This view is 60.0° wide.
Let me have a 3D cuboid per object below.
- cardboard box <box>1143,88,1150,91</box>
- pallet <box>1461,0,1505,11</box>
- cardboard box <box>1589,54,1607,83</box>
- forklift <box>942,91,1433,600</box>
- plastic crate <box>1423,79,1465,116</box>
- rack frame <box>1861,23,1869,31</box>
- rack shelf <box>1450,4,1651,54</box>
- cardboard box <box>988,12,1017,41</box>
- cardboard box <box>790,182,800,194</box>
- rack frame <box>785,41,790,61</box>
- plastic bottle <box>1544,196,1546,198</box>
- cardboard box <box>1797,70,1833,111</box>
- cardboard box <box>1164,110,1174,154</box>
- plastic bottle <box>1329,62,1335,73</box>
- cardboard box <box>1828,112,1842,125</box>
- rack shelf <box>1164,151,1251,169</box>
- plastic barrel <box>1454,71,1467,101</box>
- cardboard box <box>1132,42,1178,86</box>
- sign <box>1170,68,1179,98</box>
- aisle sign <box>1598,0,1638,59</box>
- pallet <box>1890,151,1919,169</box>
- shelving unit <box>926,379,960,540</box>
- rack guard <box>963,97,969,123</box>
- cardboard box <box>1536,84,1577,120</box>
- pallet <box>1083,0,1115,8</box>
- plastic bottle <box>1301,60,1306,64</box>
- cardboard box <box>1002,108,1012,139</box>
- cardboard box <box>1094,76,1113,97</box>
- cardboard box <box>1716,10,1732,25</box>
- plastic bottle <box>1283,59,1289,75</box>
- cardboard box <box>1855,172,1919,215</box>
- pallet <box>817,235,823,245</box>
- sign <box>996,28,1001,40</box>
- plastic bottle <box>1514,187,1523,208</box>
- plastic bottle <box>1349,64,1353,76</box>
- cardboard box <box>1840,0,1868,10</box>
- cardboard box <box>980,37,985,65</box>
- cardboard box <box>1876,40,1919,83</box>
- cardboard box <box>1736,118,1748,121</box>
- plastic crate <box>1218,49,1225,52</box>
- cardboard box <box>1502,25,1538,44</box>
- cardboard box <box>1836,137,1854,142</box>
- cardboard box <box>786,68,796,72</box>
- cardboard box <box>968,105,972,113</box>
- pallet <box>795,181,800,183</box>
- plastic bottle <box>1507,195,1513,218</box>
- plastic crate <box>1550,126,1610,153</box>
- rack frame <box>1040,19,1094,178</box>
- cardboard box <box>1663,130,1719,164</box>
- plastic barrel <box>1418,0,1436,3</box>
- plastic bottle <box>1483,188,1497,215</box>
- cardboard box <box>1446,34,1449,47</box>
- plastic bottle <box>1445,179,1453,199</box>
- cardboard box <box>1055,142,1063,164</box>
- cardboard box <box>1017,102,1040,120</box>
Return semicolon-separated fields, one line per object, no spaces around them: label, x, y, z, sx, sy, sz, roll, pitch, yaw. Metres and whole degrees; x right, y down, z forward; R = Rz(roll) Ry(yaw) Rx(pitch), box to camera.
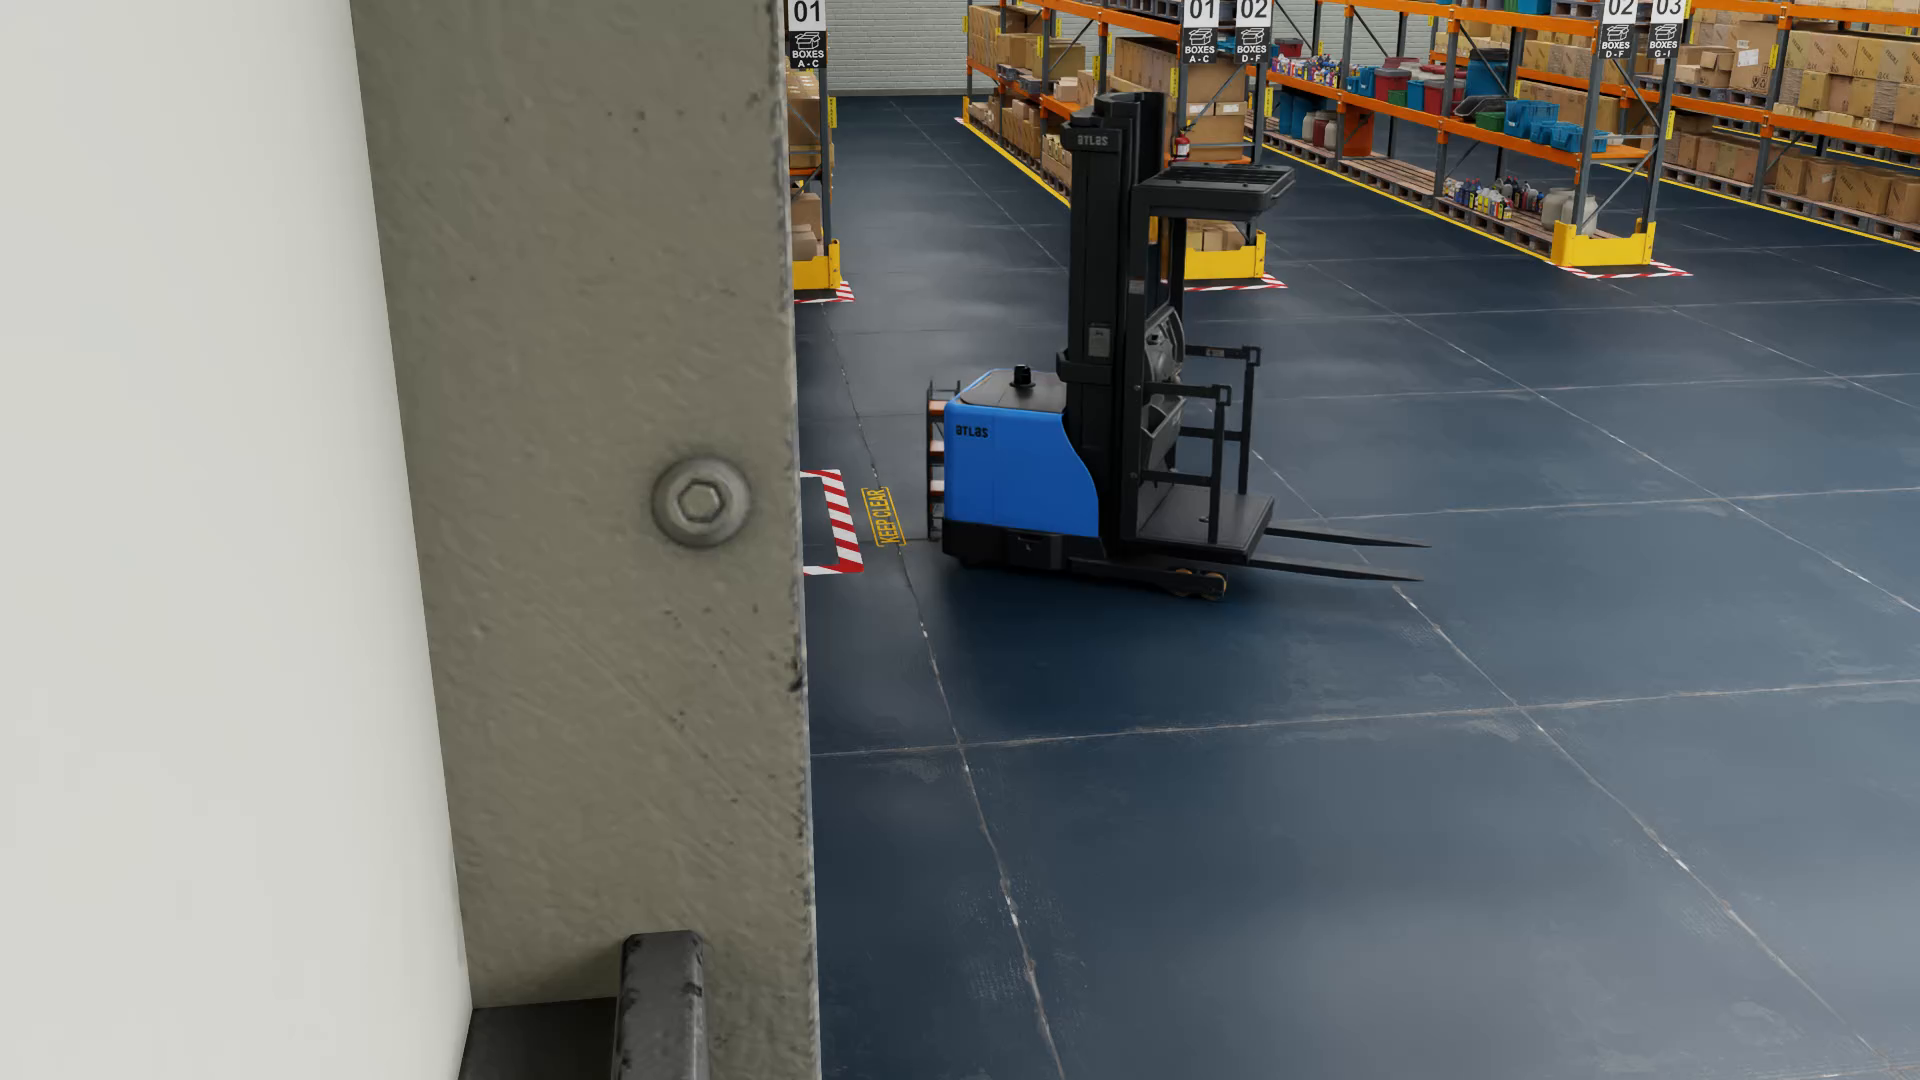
cardboard box;2.486;-5.524;20.649;0.380;0.149;0.250;-3;21;-8
pallet;7.481;-7.219;22.240;1.213;0.211;1.003;-3;21;-8
cardboard box;11.223;-8.160;28.633;0.500;0.500;0.500;-3;21;-8
forklift;1.455;-1.212;10.271;3.031;2.935;1.130;7;22;18
plastic crate;6.908;-6.329;23.783;0.402;0.464;0.583;-3;21;-8
rack frame;20.258;-11.051;36.518;1.000;3.000;0.127;-3;21;-8
rack shelf;7.569;-6.523;21.134;1.077;0.370;4.000;-3;21;-8
cardboard box;0.820;-9.523;30.854;0.500;0.500;0.500;-3;21;-9
cardboard box;-2.334;-4.325;21.453;0.500;0.500;0.500;-4;21;-12
rack frame;-3.100;-7.032;25.757;1.000;3.000;0.127;-3;21;-8
plastic bottle;7.840;-4.487;22.213;0.097;0.271;0.097;0;20;0
cardboard box;12.223;-6.249;23.093;0.875;0.500;0.500;-3;21;-8
cardboard box;2.820;-4.904;19.917;0.700;0.500;0.500;-2;21;-6
plastic bottle;6.561;-8.296;29.324;0.097;0.271;0.097;0;20;0
cardboard box;12.120;-5.758;22.704;0.380;0.149;0.250;-3;21;-8
rack shelf;2.667;-4.869;20.993;1.077;0.370;4.000;-3;21;-8
plastic barrel;7.360;-6.553;24.280;0.433;0.535;0.433;0;20;0
cardboard box;2.594;-6.051;21.134;0.700;0.500;0.500;-3;21;-8
sign;2.416;-5.144;18.709;0.100;0.325;0.005;-3;21;-8
aisle sign;7.574;-5.940;19.117;0.394;0.787;0.004;-3;21;-8
pallet;16.567;-6.414;28.087;1.003;0.211;1.213;-3;21;-8
shelving unit;-0.109;-0.532;11.139;0.215;1.050;0.252;2;20;4
rack guard;0.660;-8.856;34.213;1.175;0.500;0.348;-3;21;-8
cardboard box;11.270;-7.838;30.351;1.225;0.875;0.875;-4;21;-10
pallet;2.238;-7.519;23.046;0.805;0.209;1.217;-4;21;-10
plastic bottle;6.101;-8.366;29.506;0.152;0.276;0.135;-3;21;-8
cardboard box;1.054;-7.524;30.017;0.500;0.500;0.500;-4;21;-10
cardboard box;2.208;-6.394;23.907;0.500;0.500;0.500;-1;21;-4
cardboard box;15.476;-10.542;33.158;0.500;0.500;0.500;-2;21;-6
plastic bottle;5.859;-8.509;29.895;0.097;0.271;0.097;0;20;0
cardboard box;12.493;-4.678;22.425;0.500;0.500;0.500;-1;21;-3
pallet;-2.212;-3.687;20.786;1.003;0.211;1.213;-3;21;-8
sign;0.689;-9.044;29.906;0.100;0.325;0.005;-3;21;-8
plastic bottle;7.635;-4.680;22.712;0.061;0.283;0.133;-3;21;-8
plastic bottle;6.762;-8.120;28.847;0.152;0.276;0.135;-3;21;-8
cardboard box;12.136;-7.207;22.154;0.500;0.250;0.500;-4;21;-10
cardboard box;0.671;-9.408;31.974;0.500;0.500;0.500;-3;21;-7
cardboard box;12.287;-6.190;21.506;0.500;0.500;0.500;-3;21;-8
cardboard box;15.558;-8.362;32.791;0.380;0.149;0.250;-3;21;-7
plastic crate;5.323;-9.754;33.336;0.250;0.136;0.298;-3;21;-8
cardboard box;10.698;-9.733;31.705;0.500;0.500;0.500;-2;21;-6
cardboard box;16.103;-7.417;29.760;0.500;0.500;0.500;-2;21;-6
cardboard box;-2.563;-6.078;22.431;0.700;0.500;0.500;-3;21;-8
cardboard box;0.369;-8.761;33.833;0.380;0.149;0.250;-3;21;-8
pallet;-2.988;-5.455;25.520;1.003;0.211;1.213;-3;21;-8
plastic bottle;7.255;-4.404;21.973;0.061;0.283;0.133;-3;21;-8
plastic crate;7.489;-4.851;20.129;0.499;0.251;0.616;-3;21;-8
rack frame;1.802;-7.283;26.430;1.000;3.000;0.127;-3;21;-8
cardboard box;11.814;-6.394;26.993;0.700;0.500;0.500;-5;21;-12
plastic barrel;6.898;-8.179;23.823;0.600;0.901;0.600;0;20;0
plastic bottle;7.102;-4.535;22.228;0.144;0.351;0.185;-2;21;-6
cardboard box;10.335;-10.261;34.192;0.500;0.250;0.500;-3;21;-8
plastic bottle;6.893;-4.942;23.433;0.097;0.271;0.097;0;20;0
cardboard box;1.742;-5.900;25.255;0.500;0.311;0.500;-3;21;-9
cardboard box;1.271;-7.355;28.494;0.500;0.250;0.500;-3;21;-9
